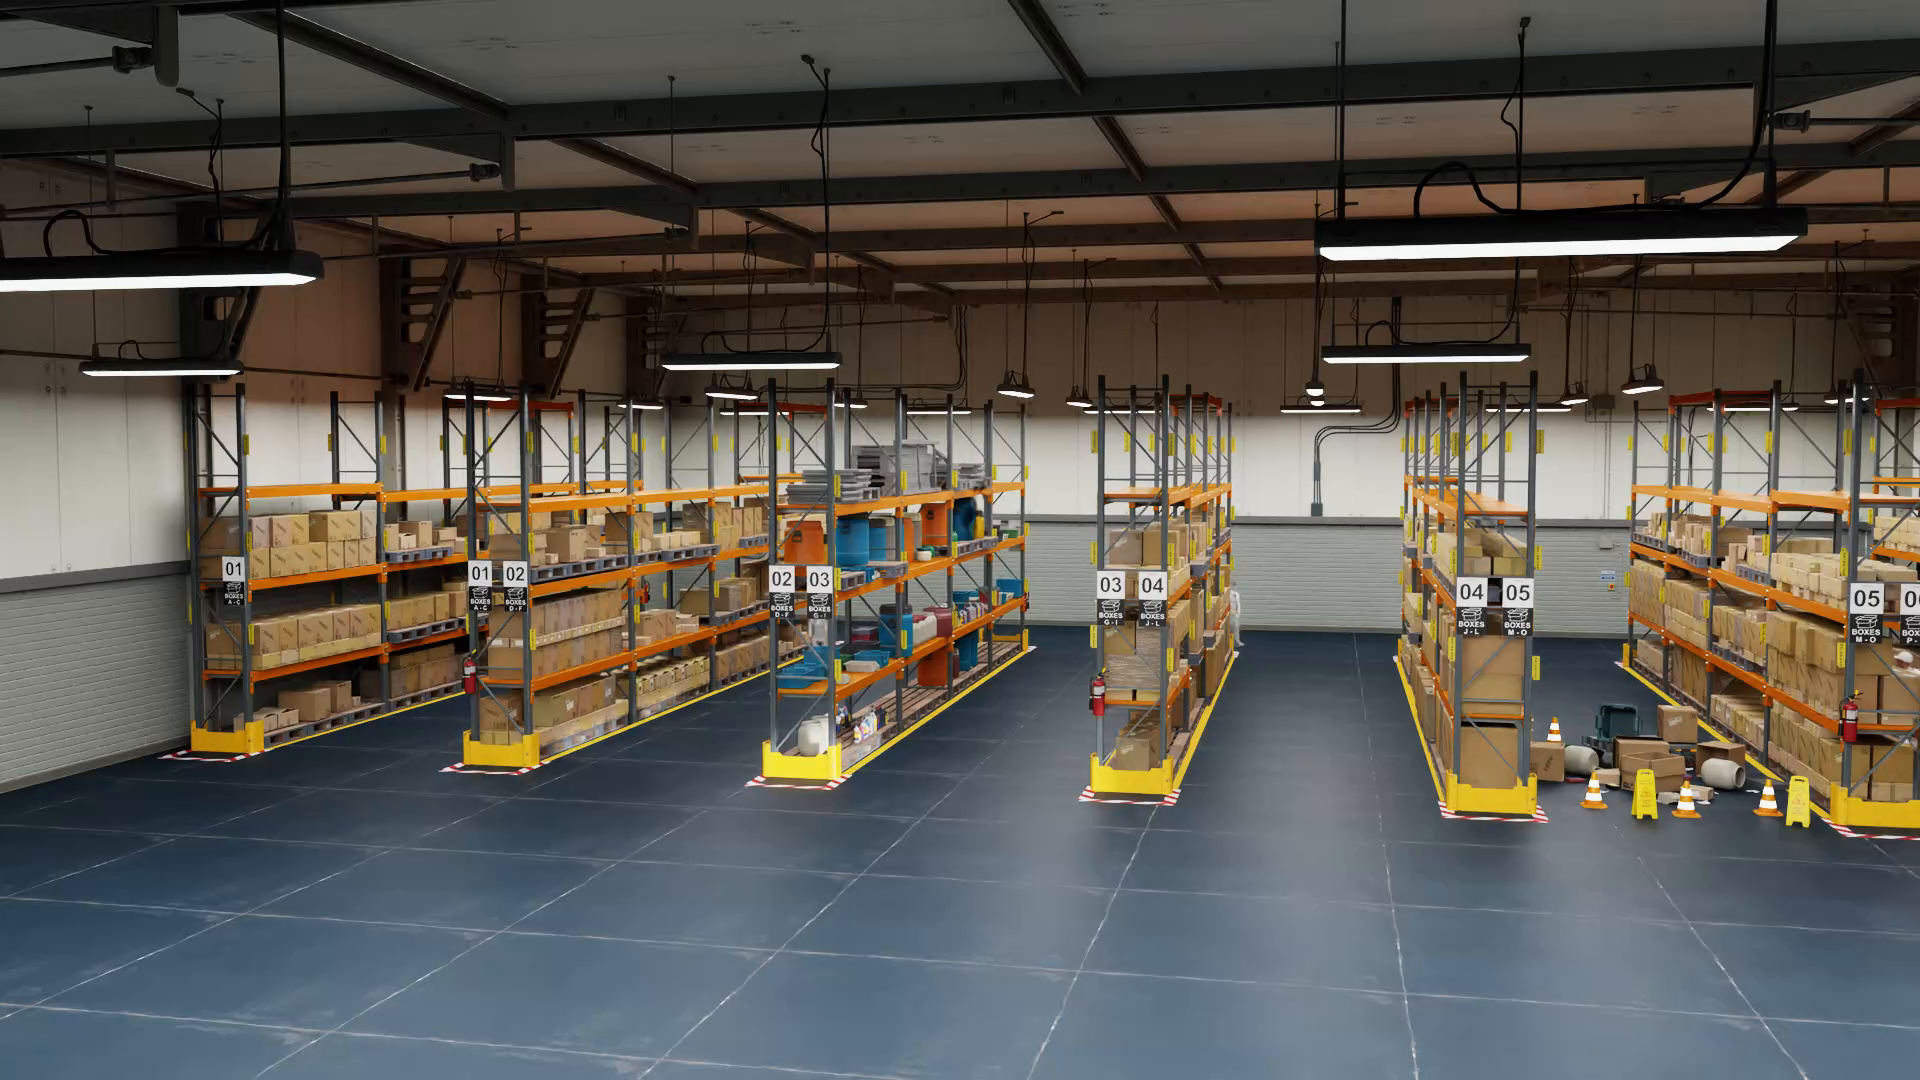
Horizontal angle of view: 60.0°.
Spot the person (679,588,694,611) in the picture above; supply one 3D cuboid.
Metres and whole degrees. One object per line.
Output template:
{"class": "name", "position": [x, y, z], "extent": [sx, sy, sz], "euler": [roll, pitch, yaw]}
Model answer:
{"class": "person", "position": [-6.314, 1.972, 39.135], "extent": [0.623, 1.697, 0.724], "euler": [1, 3, 18]}

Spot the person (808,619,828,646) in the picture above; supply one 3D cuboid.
{"class": "person", "position": [-3.034, 2.255, 35.887], "extent": [0.473, 1.427, 0.554], "euler": [-1, 3, -12]}

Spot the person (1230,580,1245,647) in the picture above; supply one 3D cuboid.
{"class": "person", "position": [6.688, 1.819, 41.207], "extent": [0.595, 1.626, 1.001], "euler": [-2, 4, -28]}

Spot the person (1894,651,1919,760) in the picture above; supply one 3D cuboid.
{"class": "person", "position": [14.959, 2.633, 26.248], "extent": [0.756, 1.750, 0.602], "euler": [1, 3, 18]}
